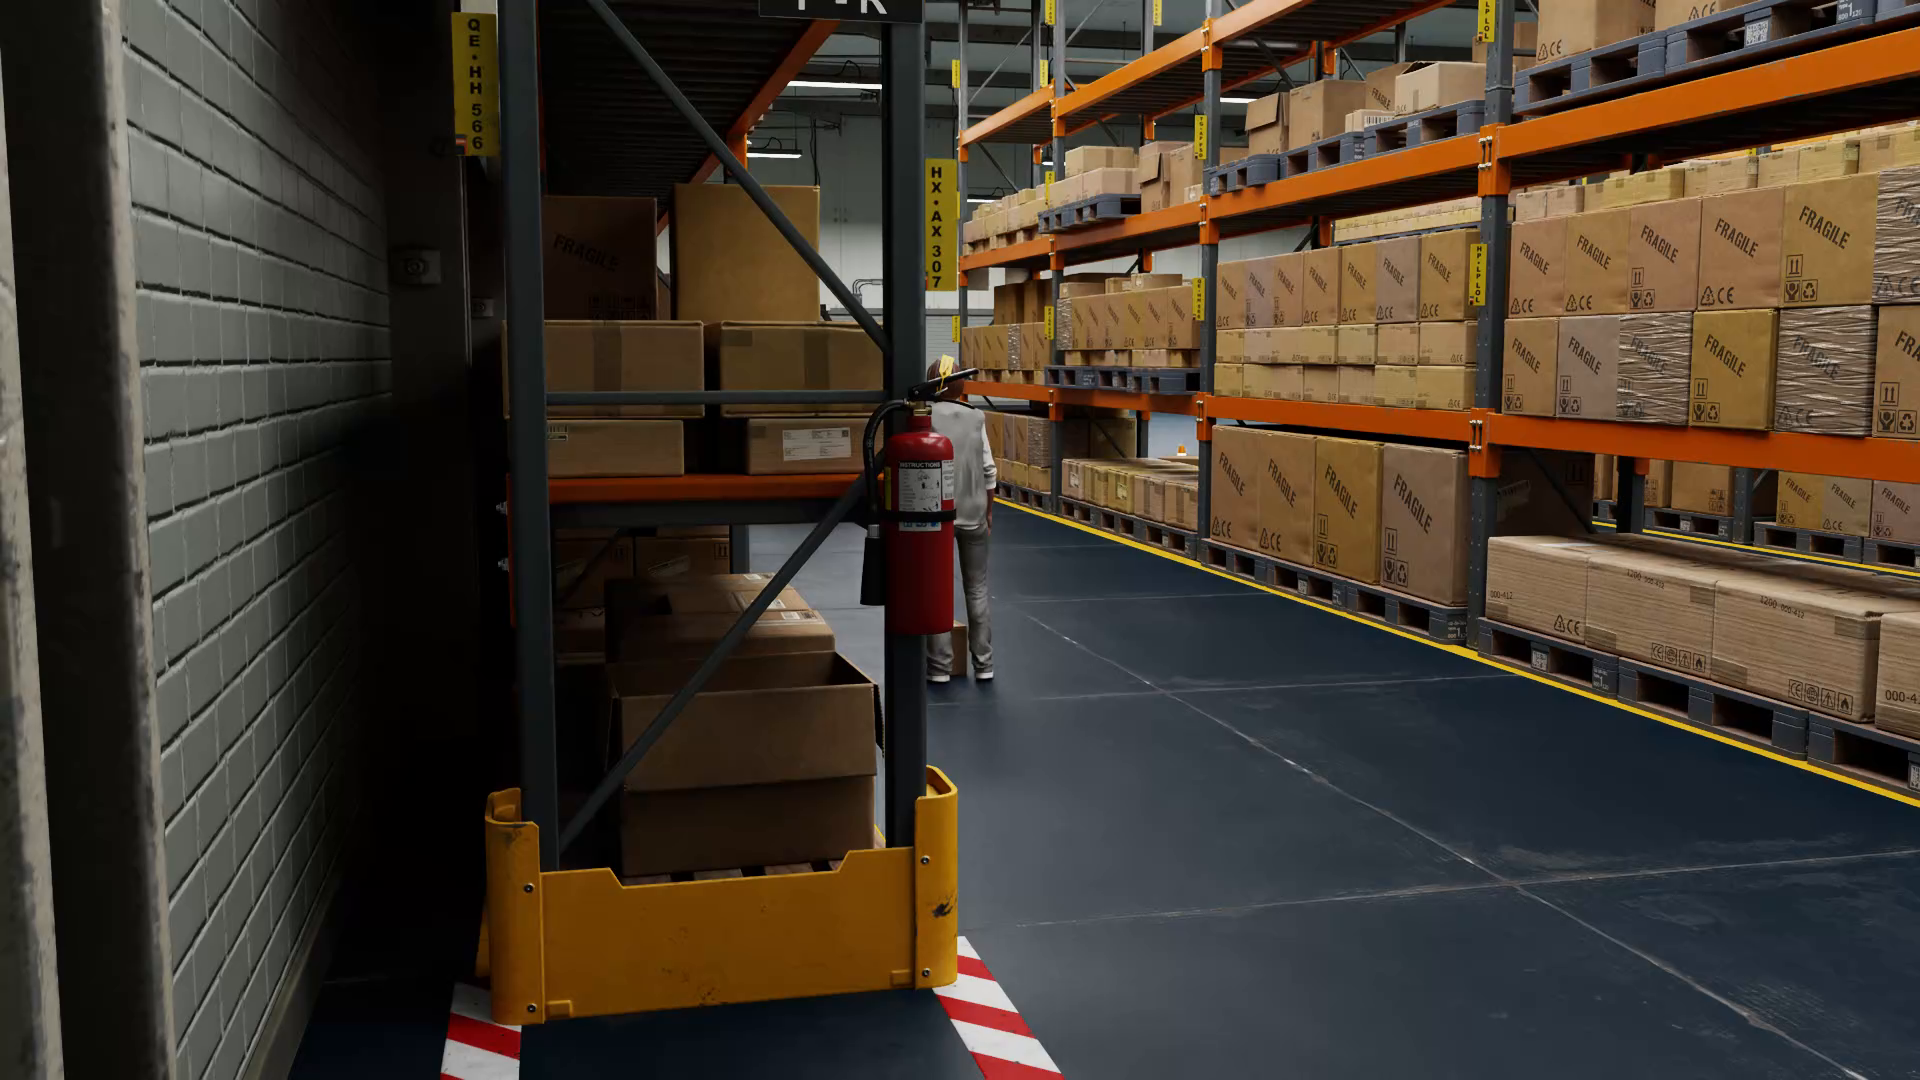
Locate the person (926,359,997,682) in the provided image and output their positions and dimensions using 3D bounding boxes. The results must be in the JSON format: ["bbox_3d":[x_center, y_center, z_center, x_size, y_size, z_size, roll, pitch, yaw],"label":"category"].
[{"bbox_3d":[-0.038,-0.093,8.209,0.483,1.594,0.341,-2,7,-19],"label":"person"}]
